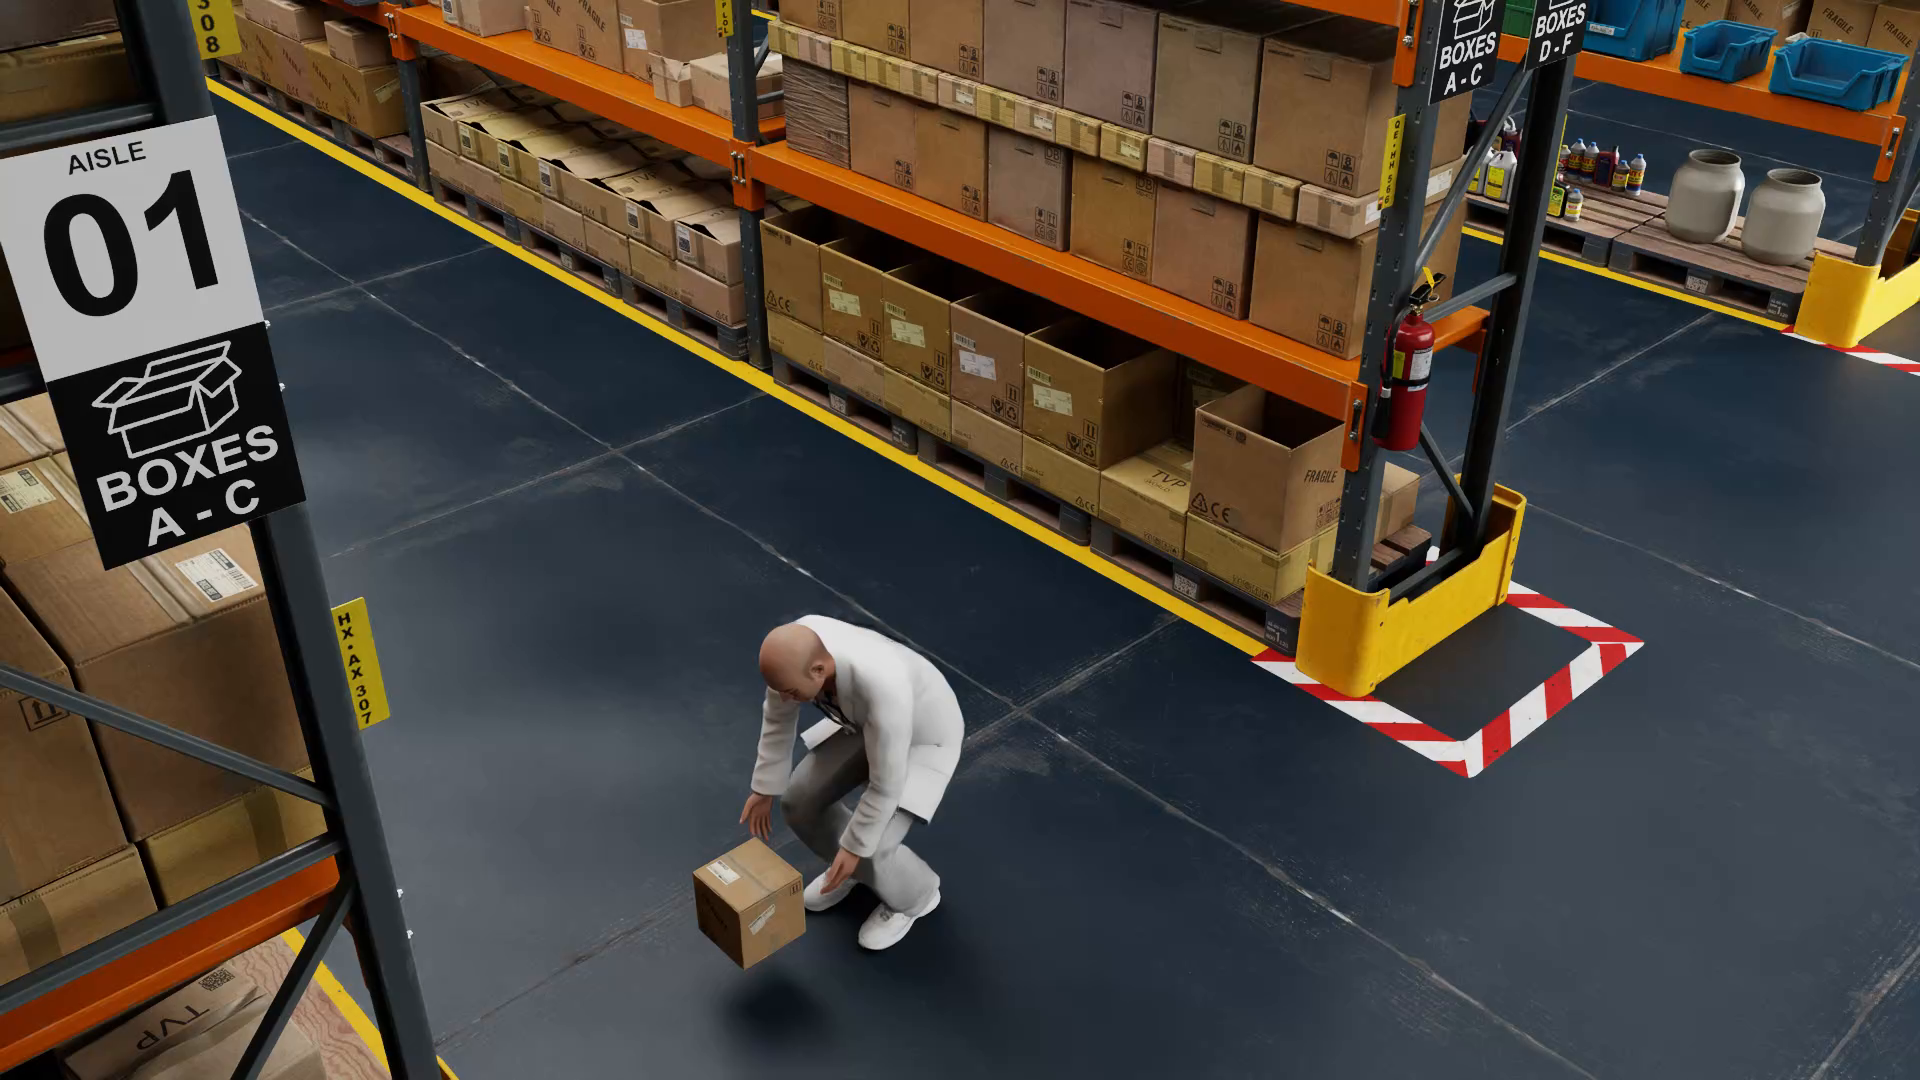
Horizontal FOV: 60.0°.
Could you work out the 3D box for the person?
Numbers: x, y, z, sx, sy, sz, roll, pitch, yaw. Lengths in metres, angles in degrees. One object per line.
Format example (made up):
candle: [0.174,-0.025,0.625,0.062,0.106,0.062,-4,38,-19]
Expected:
person: [-0.313,0.751,5.399,0.787,1.277,0.630,-26,40,-35]
